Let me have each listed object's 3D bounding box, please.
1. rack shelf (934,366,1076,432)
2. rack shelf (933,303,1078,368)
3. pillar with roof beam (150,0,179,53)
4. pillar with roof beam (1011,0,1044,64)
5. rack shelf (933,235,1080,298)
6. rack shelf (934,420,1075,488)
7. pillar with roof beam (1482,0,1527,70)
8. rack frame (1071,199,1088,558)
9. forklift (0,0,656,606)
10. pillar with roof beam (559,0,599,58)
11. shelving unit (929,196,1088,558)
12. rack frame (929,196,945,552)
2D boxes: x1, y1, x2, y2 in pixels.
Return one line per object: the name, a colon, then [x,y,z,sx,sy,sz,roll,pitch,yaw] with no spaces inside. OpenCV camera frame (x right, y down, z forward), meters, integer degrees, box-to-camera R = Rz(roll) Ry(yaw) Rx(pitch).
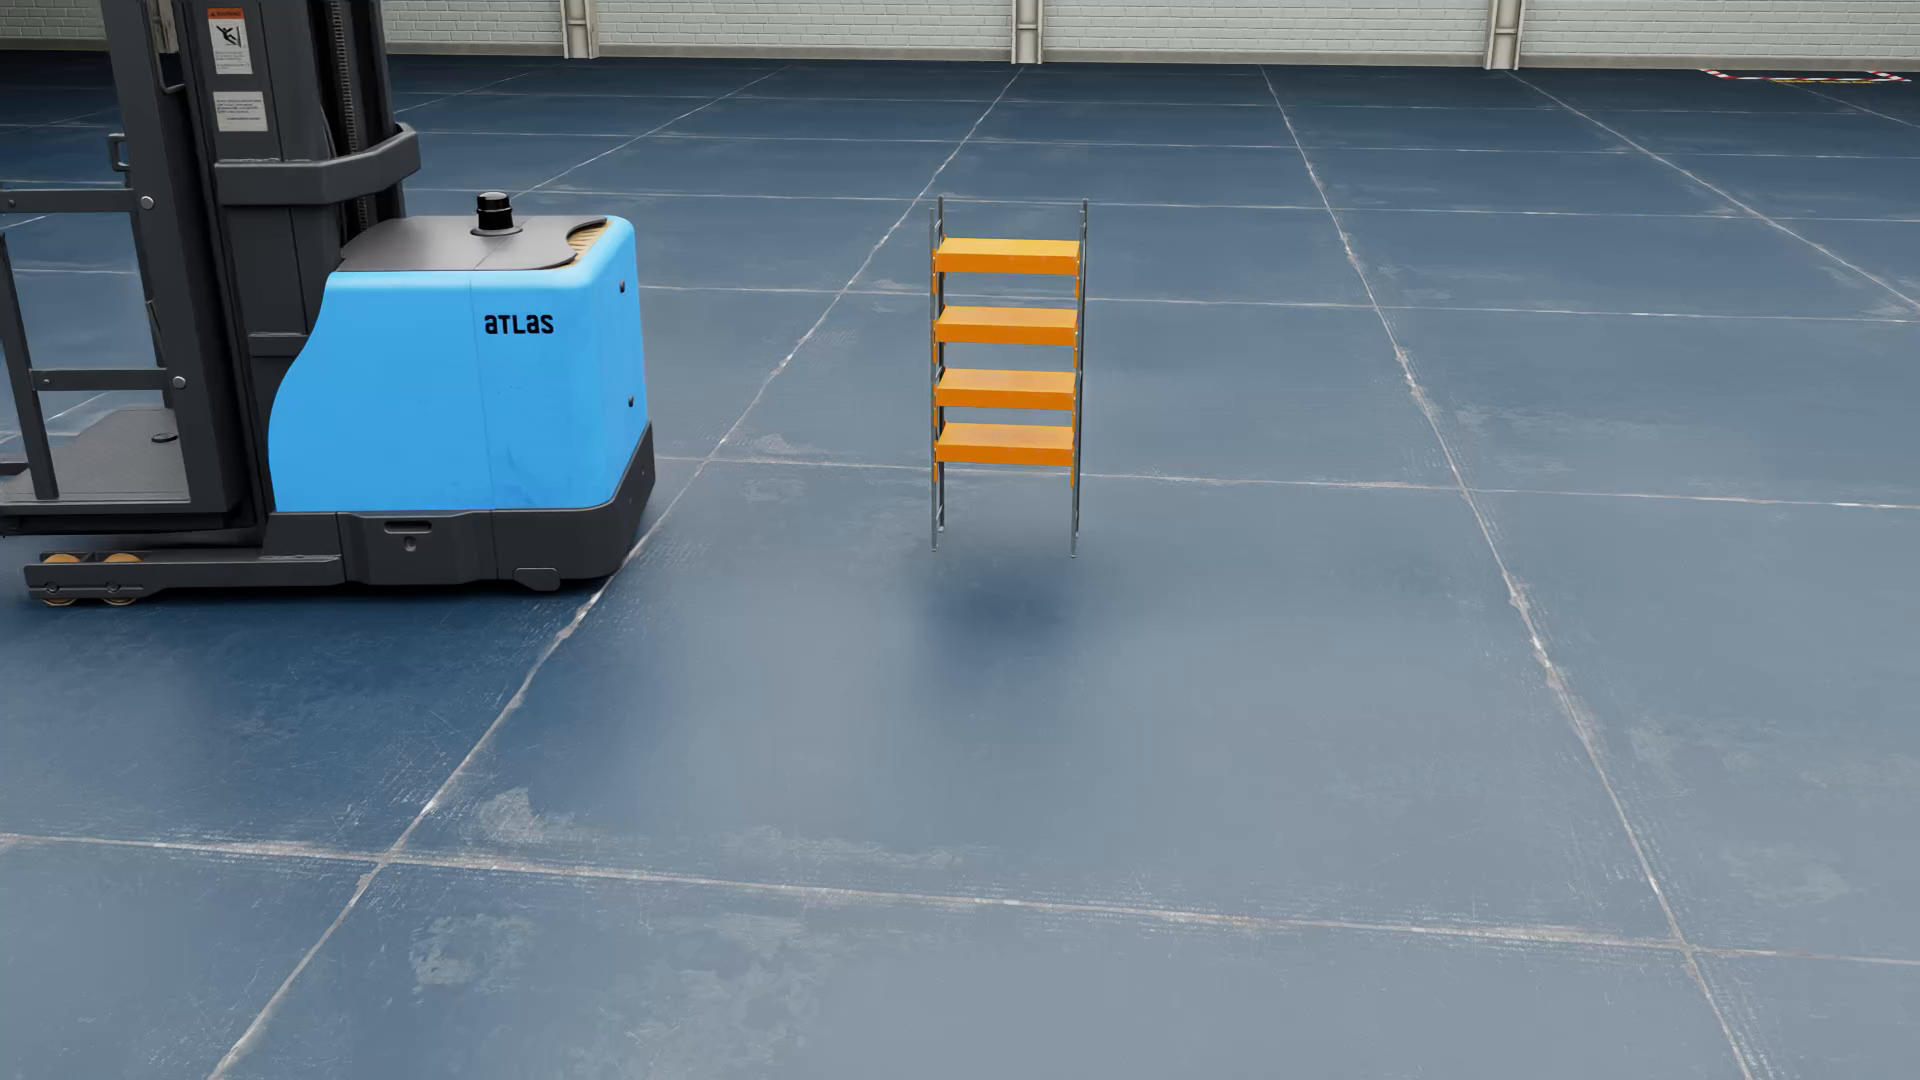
rack shelf: [0.164,-0.488,5.726,0.480,0.148,0.258,2,22,6]
rack shelf: [0.164,-0.696,5.644,0.480,0.148,0.258,2,22,6]
pillar with roof beam: [-11.546,-9.367,17.394,0.400,9.000,9.100,2,22,6]
pillar with roof beam: [0.371,-8.848,16.081,0.400,9.000,9.100,2,22,6]
rack shelf: [0.164,-0.916,5.557,0.480,0.148,0.258,2,22,6]
rack shelf: [0.164,-0.304,5.799,0.480,0.148,0.258,2,22,6]
pillar with roof beam: [6.329,-8.589,15.424,0.400,9.000,9.100,2,22,6]
rack frame: [0.407,-0.540,5.674,0.015,1.200,0.240,2,22,6]
forklift: [-2.655,-1.346,5.357,3.031,2.935,1.130,-1,22,-2]
pillar with roof beam: [-5.588,-9.108,16.738,0.400,9.000,9.100,2,22,6]
shelving unit: [0.164,-0.551,5.701,0.503,1.200,0.258,2,22,6]
rack frame: [-0.078,-0.561,5.728,0.015,1.200,0.240,2,22,6]
